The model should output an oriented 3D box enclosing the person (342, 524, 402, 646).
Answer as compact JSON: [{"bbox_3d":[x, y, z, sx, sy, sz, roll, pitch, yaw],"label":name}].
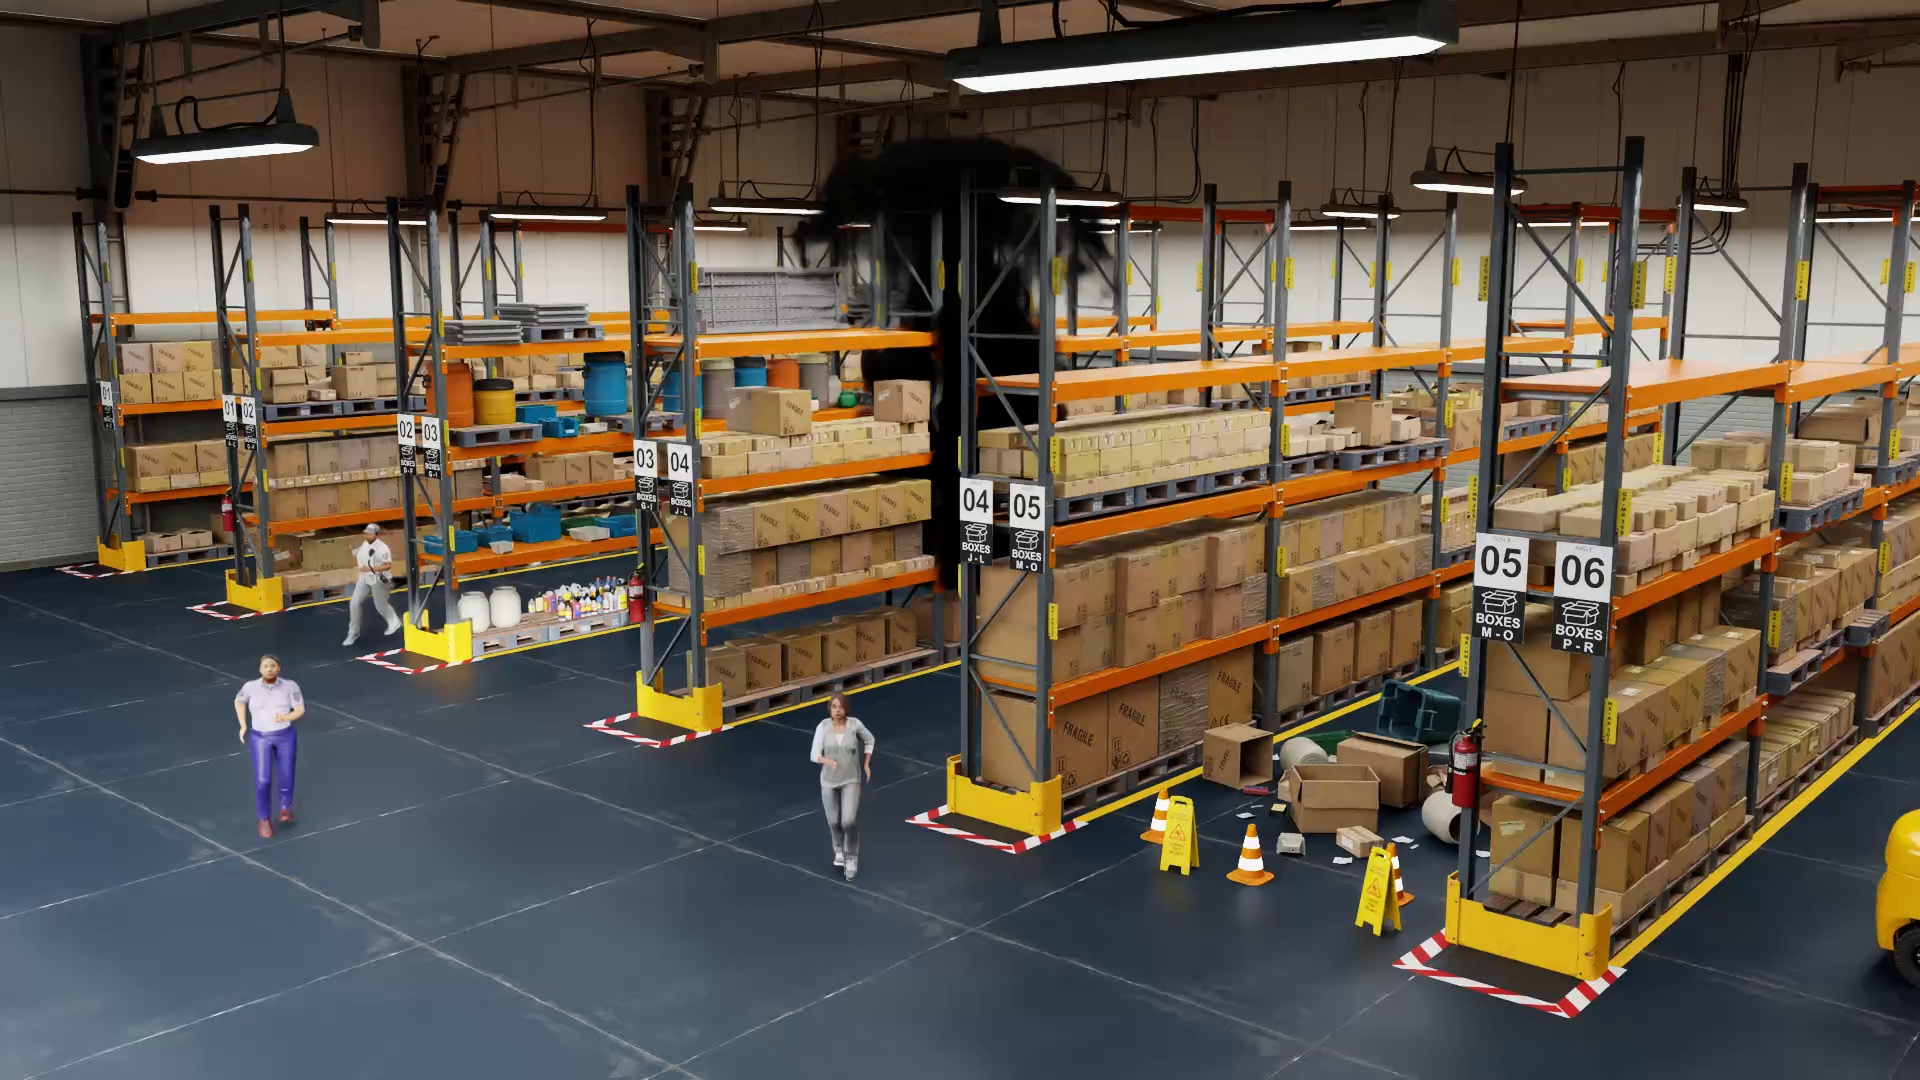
[{"bbox_3d":[-7.999,0.591,22.825,0.631,1.681,0.865,5,11,26],"label":"person"}]

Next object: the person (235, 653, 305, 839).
[{"bbox_3d":[-6.263,1.871,15.164,0.574,1.693,0.694,-5,11,-26],"label":"person"}]

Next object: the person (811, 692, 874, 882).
[{"bbox_3d":[-0.997,2.084,14.024,0.508,1.587,0.672,1,10,4],"label":"person"}]

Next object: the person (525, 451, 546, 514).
[{"bbox_3d":[-7.883,-0.859,31.133,0.700,1.769,0.935,7,12,34],"label":"person"}]
